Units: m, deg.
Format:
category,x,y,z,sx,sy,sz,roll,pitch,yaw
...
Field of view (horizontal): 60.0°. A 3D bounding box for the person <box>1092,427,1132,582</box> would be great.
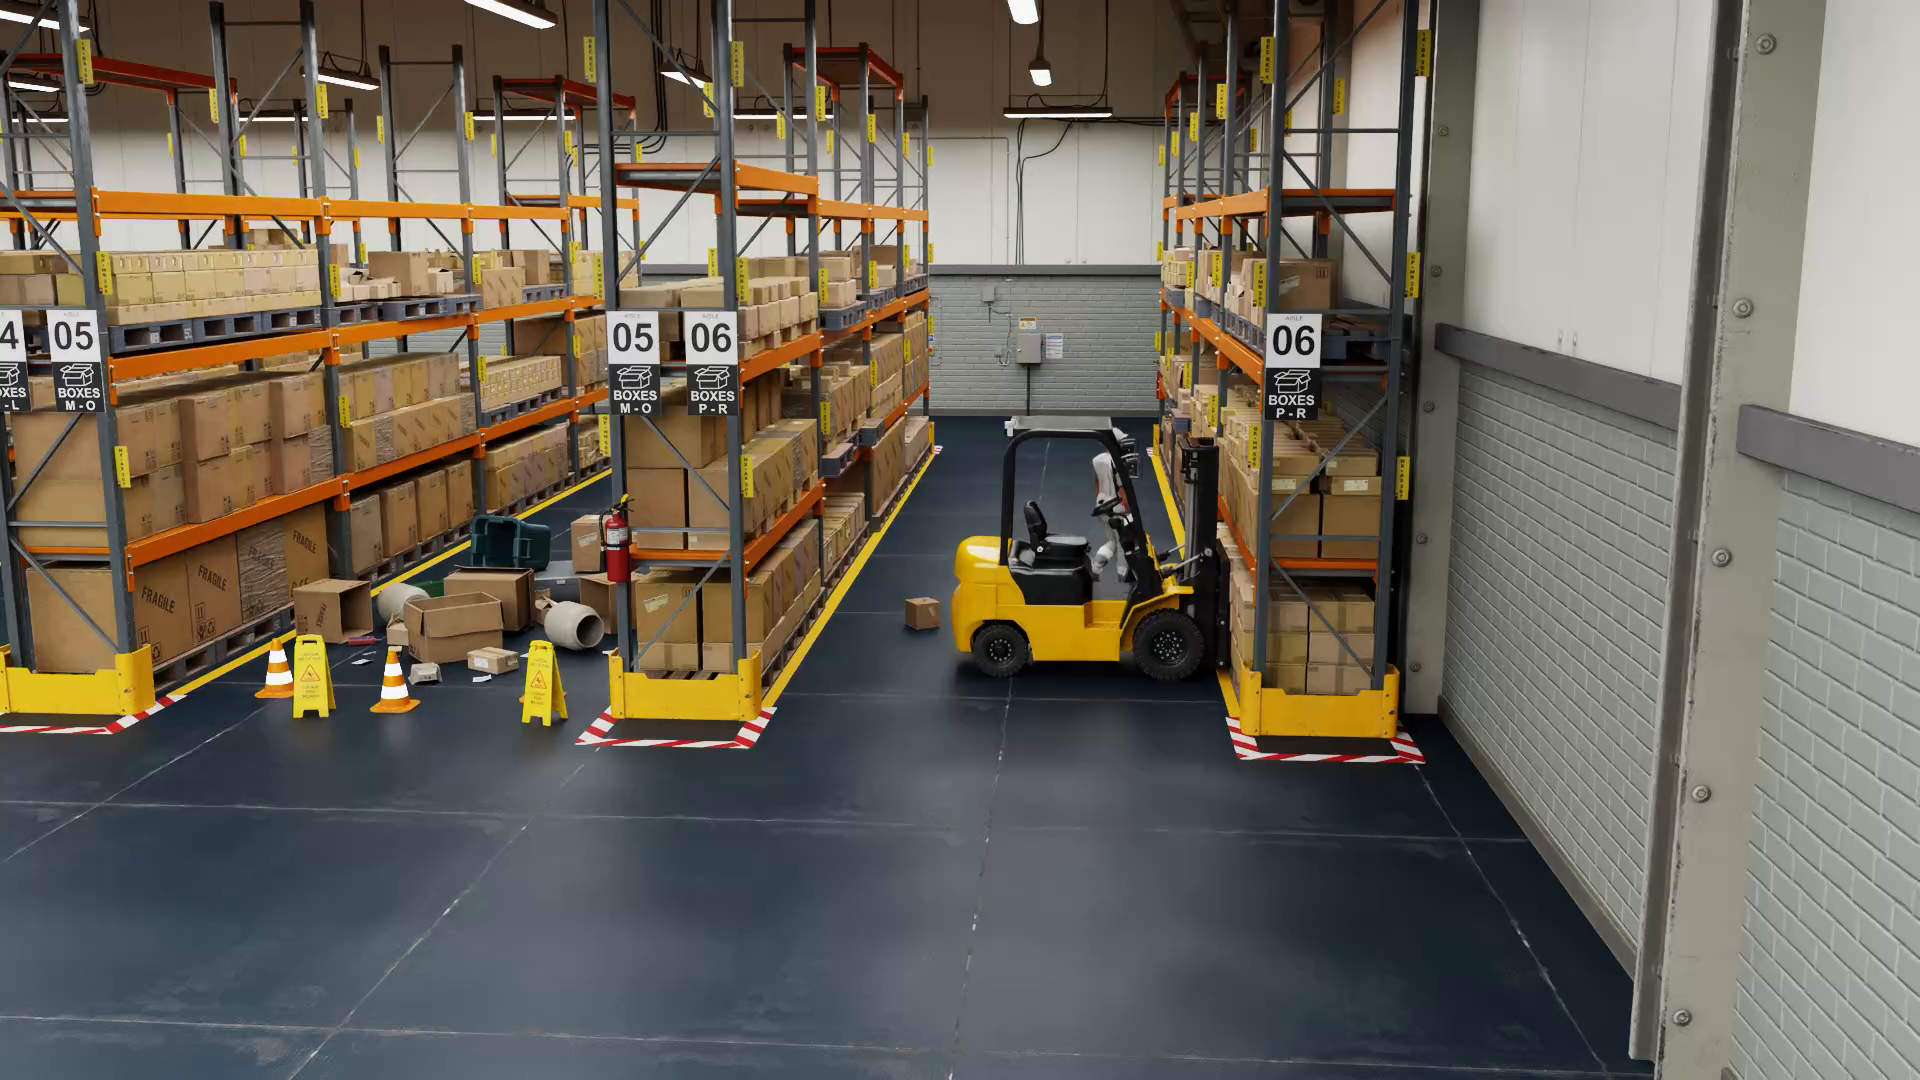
category,x,y,z,sx,sy,sz,roll,pitch,yaw
person,1.640,-0.290,17.260,0.620,1.785,0.590,-7,12,-32
